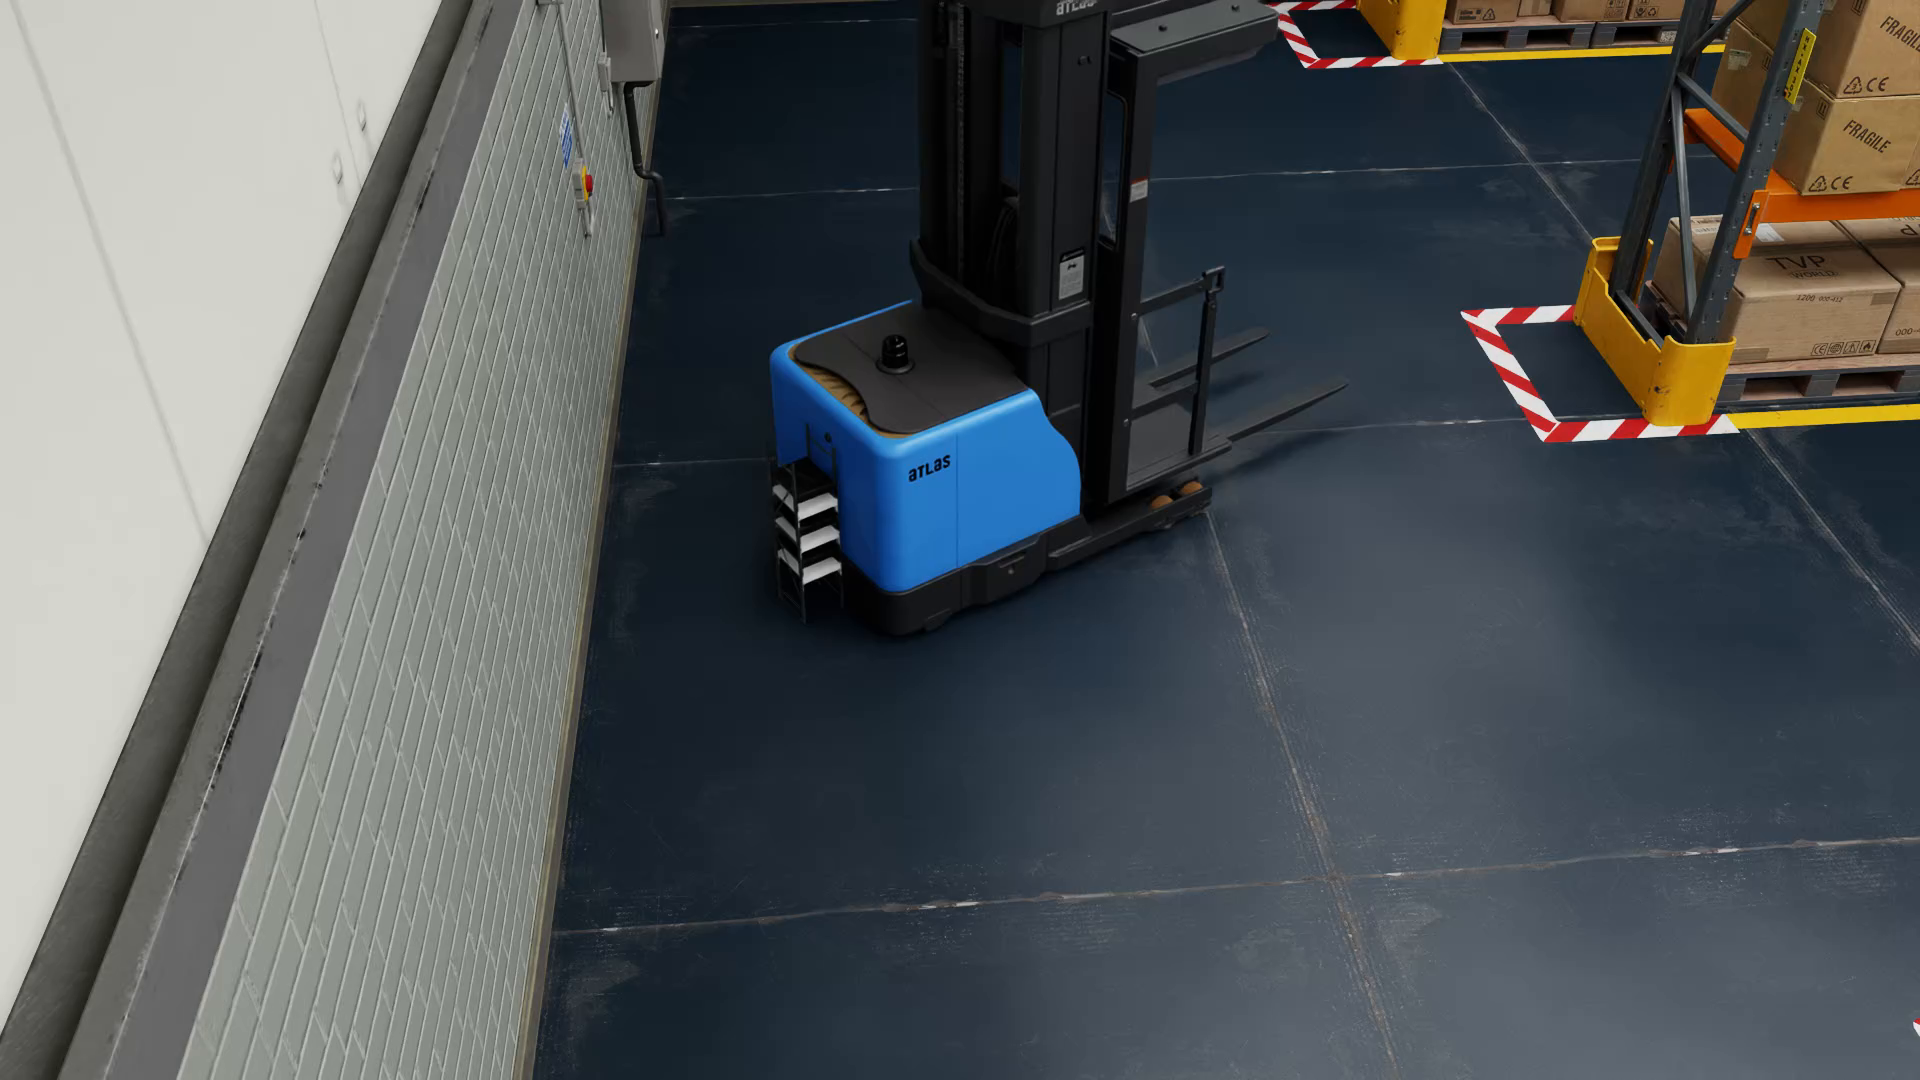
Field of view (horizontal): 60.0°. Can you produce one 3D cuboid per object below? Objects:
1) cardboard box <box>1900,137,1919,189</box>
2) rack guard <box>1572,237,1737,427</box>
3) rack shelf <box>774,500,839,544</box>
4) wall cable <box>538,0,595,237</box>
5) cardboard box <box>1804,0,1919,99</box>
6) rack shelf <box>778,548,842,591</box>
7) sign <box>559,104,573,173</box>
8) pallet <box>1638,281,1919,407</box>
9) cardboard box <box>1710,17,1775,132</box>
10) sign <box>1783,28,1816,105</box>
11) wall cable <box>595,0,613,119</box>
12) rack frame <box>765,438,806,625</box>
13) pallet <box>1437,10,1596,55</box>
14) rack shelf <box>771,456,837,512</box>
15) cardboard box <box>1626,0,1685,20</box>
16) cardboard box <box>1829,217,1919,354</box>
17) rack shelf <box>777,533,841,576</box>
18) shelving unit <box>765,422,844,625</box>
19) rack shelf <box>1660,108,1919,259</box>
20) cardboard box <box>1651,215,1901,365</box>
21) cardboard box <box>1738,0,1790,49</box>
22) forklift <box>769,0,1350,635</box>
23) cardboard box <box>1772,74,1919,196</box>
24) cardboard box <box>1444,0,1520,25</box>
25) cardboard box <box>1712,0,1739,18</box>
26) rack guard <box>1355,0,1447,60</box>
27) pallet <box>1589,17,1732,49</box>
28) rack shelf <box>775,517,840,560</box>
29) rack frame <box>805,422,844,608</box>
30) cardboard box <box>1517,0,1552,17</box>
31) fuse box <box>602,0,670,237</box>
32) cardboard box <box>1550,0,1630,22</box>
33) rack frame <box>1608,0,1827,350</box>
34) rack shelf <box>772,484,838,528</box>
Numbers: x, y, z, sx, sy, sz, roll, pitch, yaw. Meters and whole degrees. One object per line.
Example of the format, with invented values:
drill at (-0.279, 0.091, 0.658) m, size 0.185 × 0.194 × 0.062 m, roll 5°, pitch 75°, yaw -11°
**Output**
cardboard box at (4.820, -2.081, 8.207) m, size 0.500 × 0.500 × 0.500 m, roll -4°, pitch 38°, yaw -5°
rack guard at (3.791, -1.165, 9.144) m, size 0.348 × 0.500 × 1.175 m, roll -3°, pitch 38°, yaw -4°
rack shelf at (-0.689, -0.108, 7.392) m, size 0.200 × 0.077 × 0.258 m, roll -23°, pitch 44°, yaw -27°
wall cable at (-1.799, -2.235, 7.637) m, size 0.123 × 1.953 × 0.585 m, roll -3°, pitch 38°, yaw -4°
cardboard box at (4.318, -2.430, 7.842) m, size 0.500 × 0.500 × 0.500 m, roll -4°, pitch 38°, yaw -5°
rack shelf at (-0.689, 0.103, 7.559) m, size 0.200 × 0.077 × 0.258 m, roll -23°, pitch 44°, yaw -27°
sign at (-1.856, -1.896, 7.836) m, size 0.001 × 0.218 × 0.327 m, roll -3°, pitch 38°, yaw -4°
pallet at (4.605, -1.145, 9.352) m, size 1.213 × 0.211 × 1.003 m, roll -3°, pitch 38°, yaw -4°
cardboard box at (4.272, -2.376, 8.581) m, size 0.500 × 0.500 × 0.500 m, roll -3°, pitch 38°, yaw -4°
sign at (3.858, -2.176, 7.645) m, size 0.005 × 0.325 × 0.100 m, roll -3°, pitch 38°, yaw -4°
wall cable at (-1.937, -3.097, 8.755) m, size 0.122 × 1.984 × 0.588 m, roll -3°, pitch 38°, yaw -4°
rack frame at (-0.772, -0.028, 7.381) m, size 0.006 × 0.900 × 0.240 m, roll -23°, pitch 44°, yaw -27°
pallet at (4.242, -4.163, 13.178) m, size 1.213 × 0.211 × 1.003 m, roll -3°, pitch 38°, yaw -4°
rack shelf at (-0.689, -0.250, 7.280) m, size 0.200 × 0.077 × 0.258 m, roll -23°, pitch 44°, yaw -27°
cardboard box at (5.380, -4.358, 12.853) m, size 0.500 × 0.500 × 0.500 m, roll -2°, pitch 38°, yaw -3°
cardboard box at (5.375, -1.460, 9.230) m, size 0.875 × 0.438 × 0.875 m, roll -2°, pitch 38°, yaw -3°
rack shelf at (-0.689, 0.033, 7.503) m, size 0.200 × 0.077 × 0.258 m, roll -23°, pitch 44°, yaw -27°
shelving unit at (-0.689, -0.064, 7.427) m, size 0.210 × 0.900 × 0.258 m, roll -23°, pitch 44°, yaw -27°
rack shelf at (5.807, -1.975, 8.734) m, size 4.000 × 0.370 × 1.077 m, roll -3°, pitch 38°, yaw -4°
cardboard box at (4.464, -1.404, 9.160) m, size 0.875 × 0.438 × 0.875 m, roll -4°, pitch 38°, yaw -6°
cardboard box at (4.274, -2.752, 8.251) m, size 0.500 × 0.500 × 0.500 m, roll -2°, pitch 38°, yaw -2°
forklift at (0.632, -1.446, 7.539) m, size 3.031 × 2.935 × 1.130 m, roll -23°, pitch 44°, yaw -27°
cardboard box at (4.319, -2.036, 8.150) m, size 0.500 × 0.500 × 0.500 m, roll -3°, pitch 38°, yaw -4°
cardboard box at (3.989, -4.370, 12.865) m, size 0.637 × 0.503 × 0.797 m, roll -5°, pitch 39°, yaw -6°
cardboard box at (5.878, -4.448, 12.967) m, size 0.500 × 0.500 × 0.700 m, roll -5°, pitch 38°, yaw -6°
rack guard at (3.447, -4.232, 13.033) m, size 0.348 × 0.500 × 1.175 m, roll -3°, pitch 38°, yaw -4°
pallet at (5.454, -4.228, 13.261) m, size 1.213 × 0.211 × 1.003 m, roll -3°, pitch 38°, yaw -4°
rack shelf at (-0.689, -0.038, 7.447) m, size 0.200 × 0.077 × 0.258 m, roll -23°, pitch 44°, yaw -27°
rack frame at (-0.606, -0.100, 7.472) m, size 0.006 × 0.900 × 0.240 m, roll -23°, pitch 44°, yaw -27°
cardboard box at (4.416, -4.230, 12.974) m, size 0.250 × 0.149 × 0.380 m, roll -5°, pitch 39°, yaw -6°
fuse box at (-1.840, -2.622, 10.013) m, size 0.414 × 1.711 × 0.539 m, roll -3°, pitch 38°, yaw -4°
cardboard box at (4.844, -4.391, 12.895) m, size 0.500 × 0.500 × 0.700 m, roll -2°, pitch 38°, yaw -2°
rack frame at (3.815, -2.147, 8.372) m, size 0.127 × 3.000 × 1.000 m, roll -3°, pitch 38°, yaw -4°
rack shelf at (-0.689, -0.179, 7.336) m, size 0.200 × 0.077 × 0.258 m, roll -23°, pitch 44°, yaw -27°
